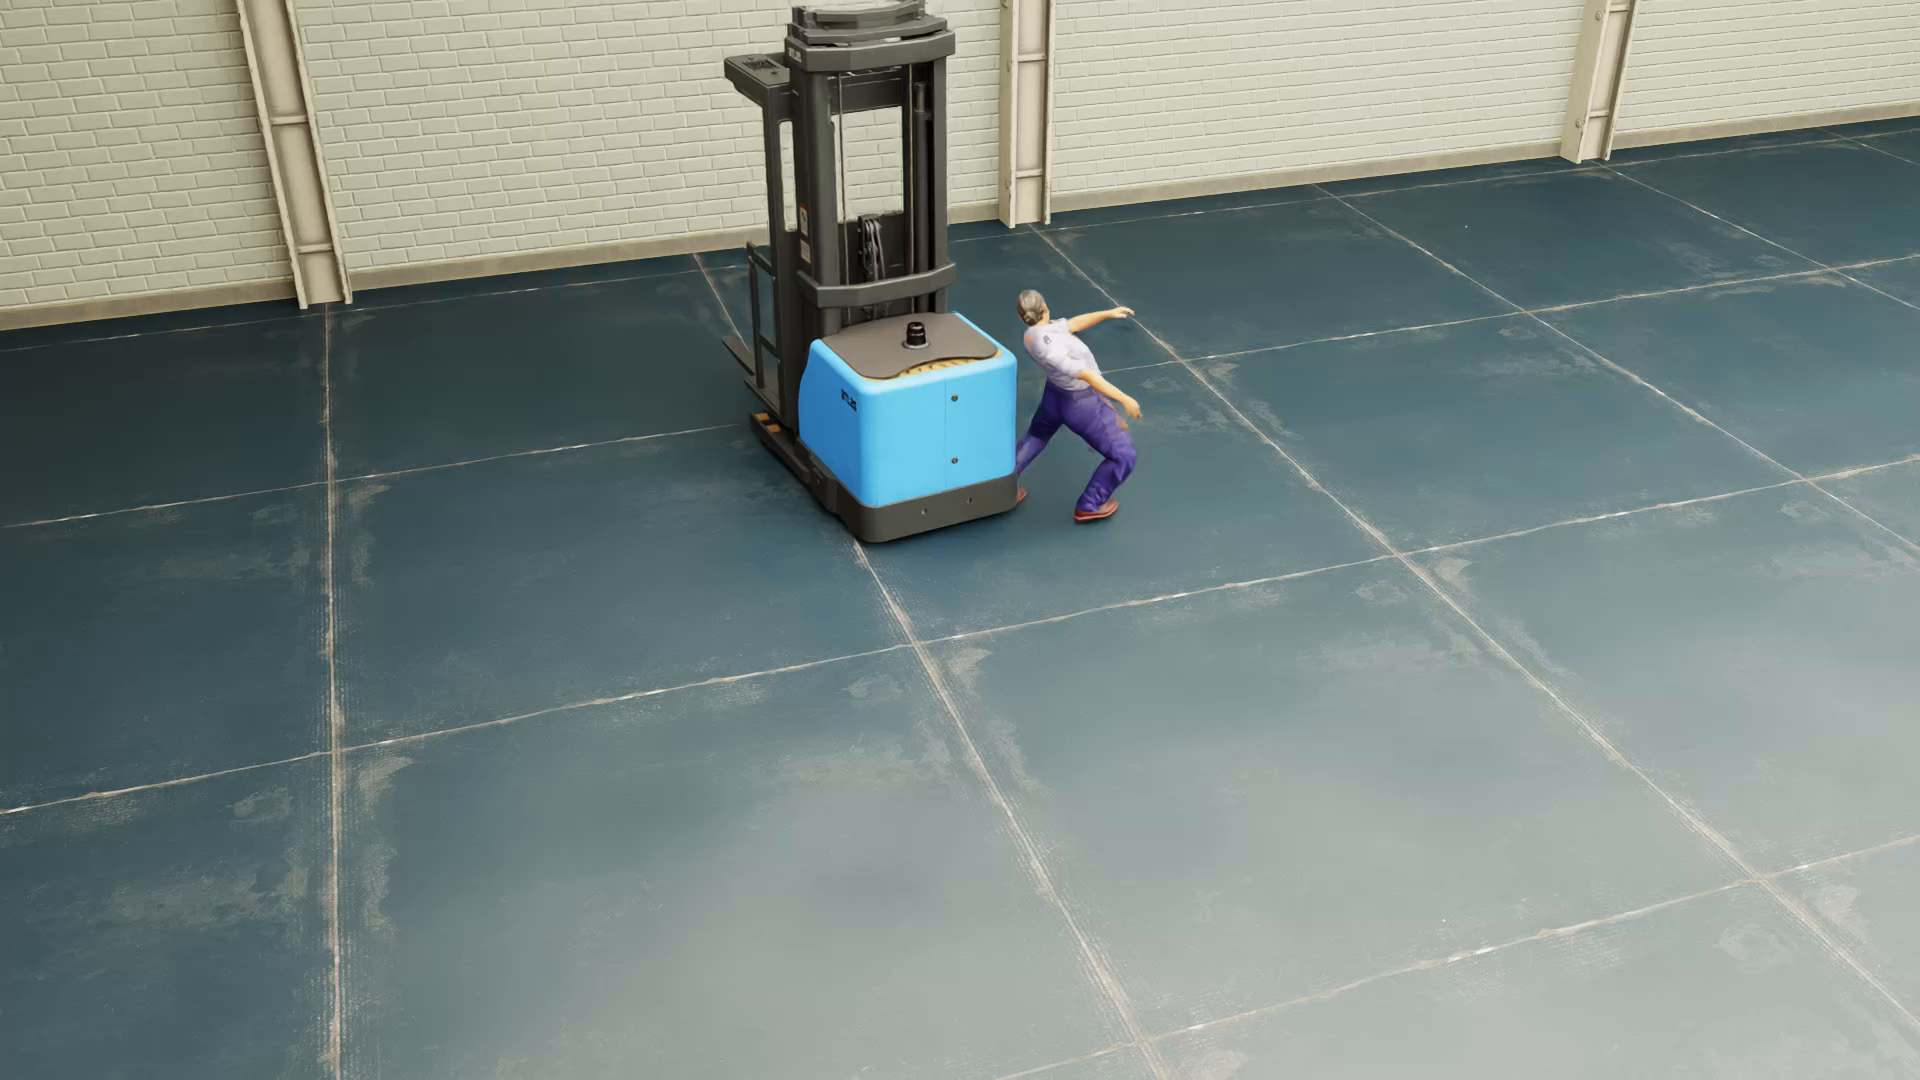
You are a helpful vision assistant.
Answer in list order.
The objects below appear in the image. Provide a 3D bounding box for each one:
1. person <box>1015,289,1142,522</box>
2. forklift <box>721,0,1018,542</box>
[{"bbox_3d":[0.694,-0.783,9.894,0.773,1.424,0.900,-22,36,-33],"label":"person"},{"bbox_3d":[-0.764,-1.966,10.504,1.130,2.935,3.031,-14,33,-23],"label":"forklift"}]
